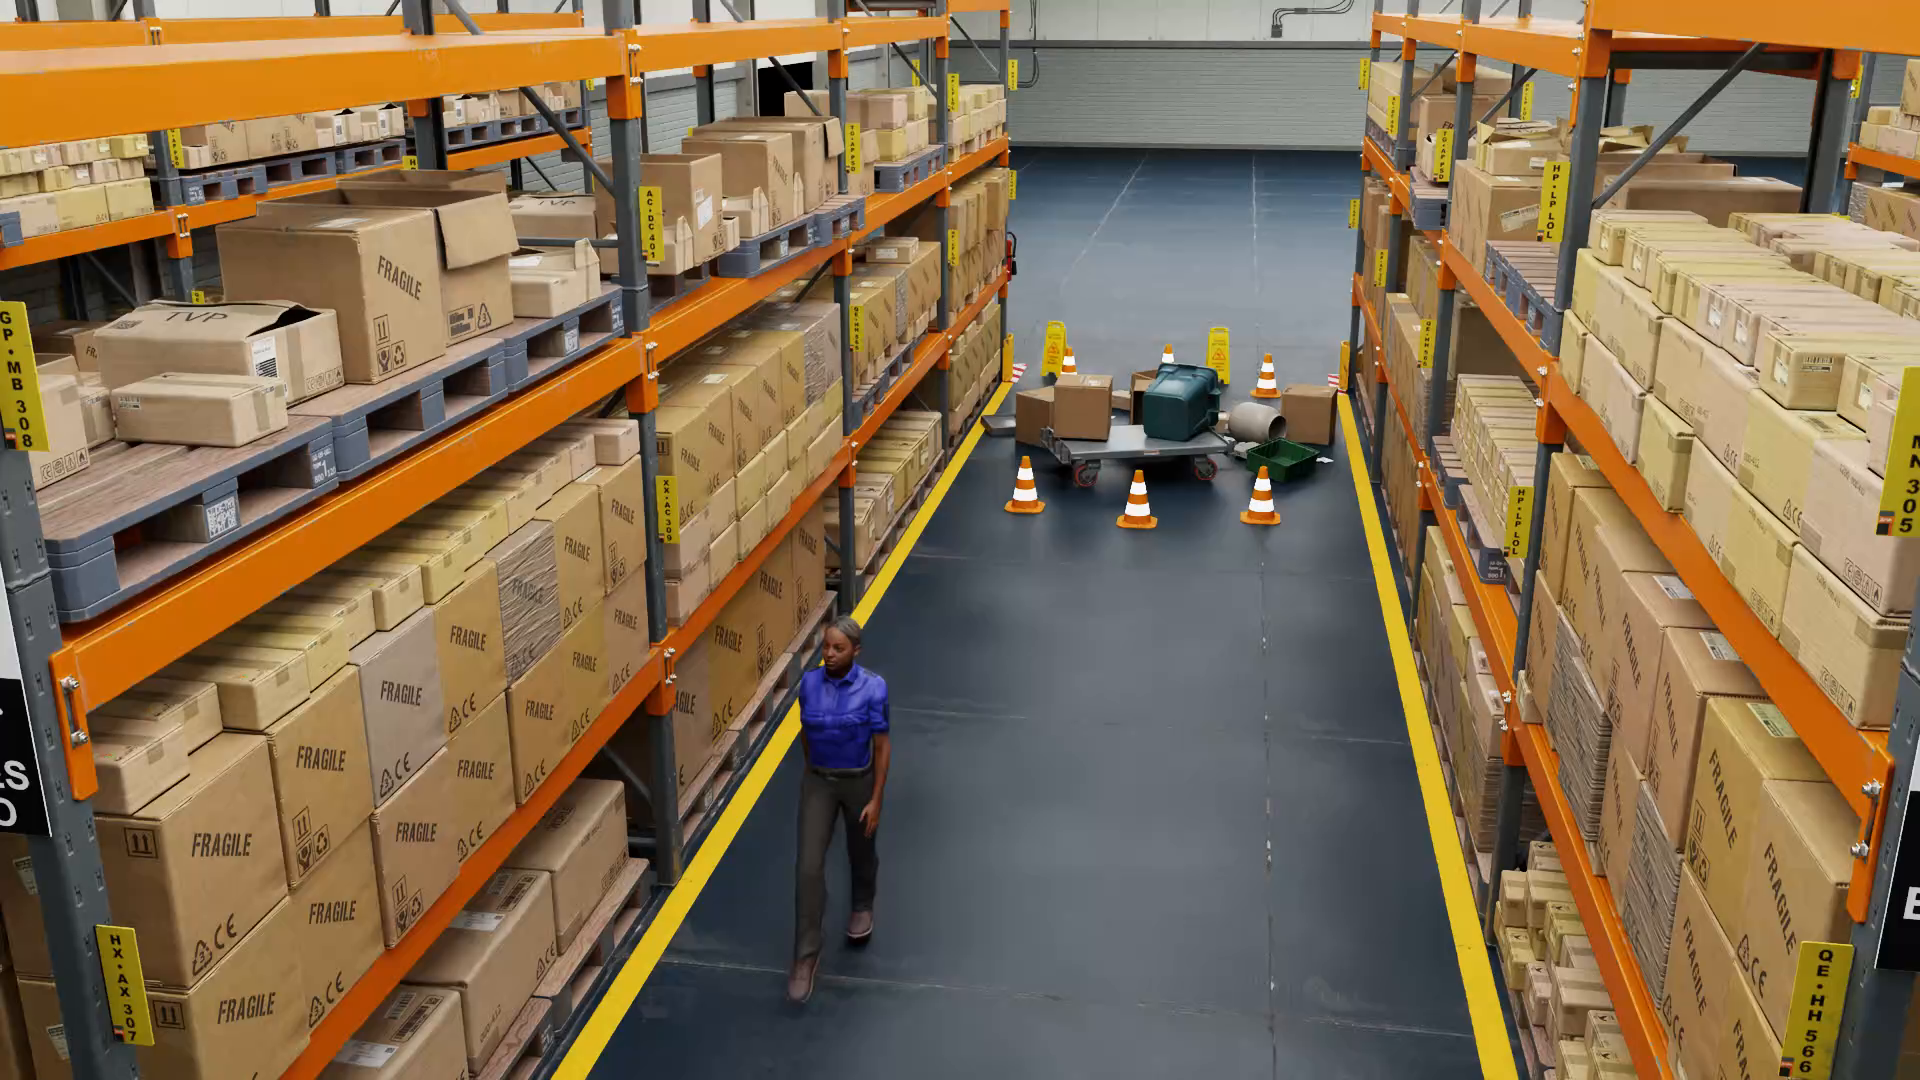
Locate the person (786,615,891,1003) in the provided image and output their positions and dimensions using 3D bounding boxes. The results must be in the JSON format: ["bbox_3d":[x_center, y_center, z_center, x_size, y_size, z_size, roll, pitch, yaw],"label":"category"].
[{"bbox_3d":[-0.534,1.170,7.486,0.445,1.676,0.777,3,18,9],"label":"person"}]
